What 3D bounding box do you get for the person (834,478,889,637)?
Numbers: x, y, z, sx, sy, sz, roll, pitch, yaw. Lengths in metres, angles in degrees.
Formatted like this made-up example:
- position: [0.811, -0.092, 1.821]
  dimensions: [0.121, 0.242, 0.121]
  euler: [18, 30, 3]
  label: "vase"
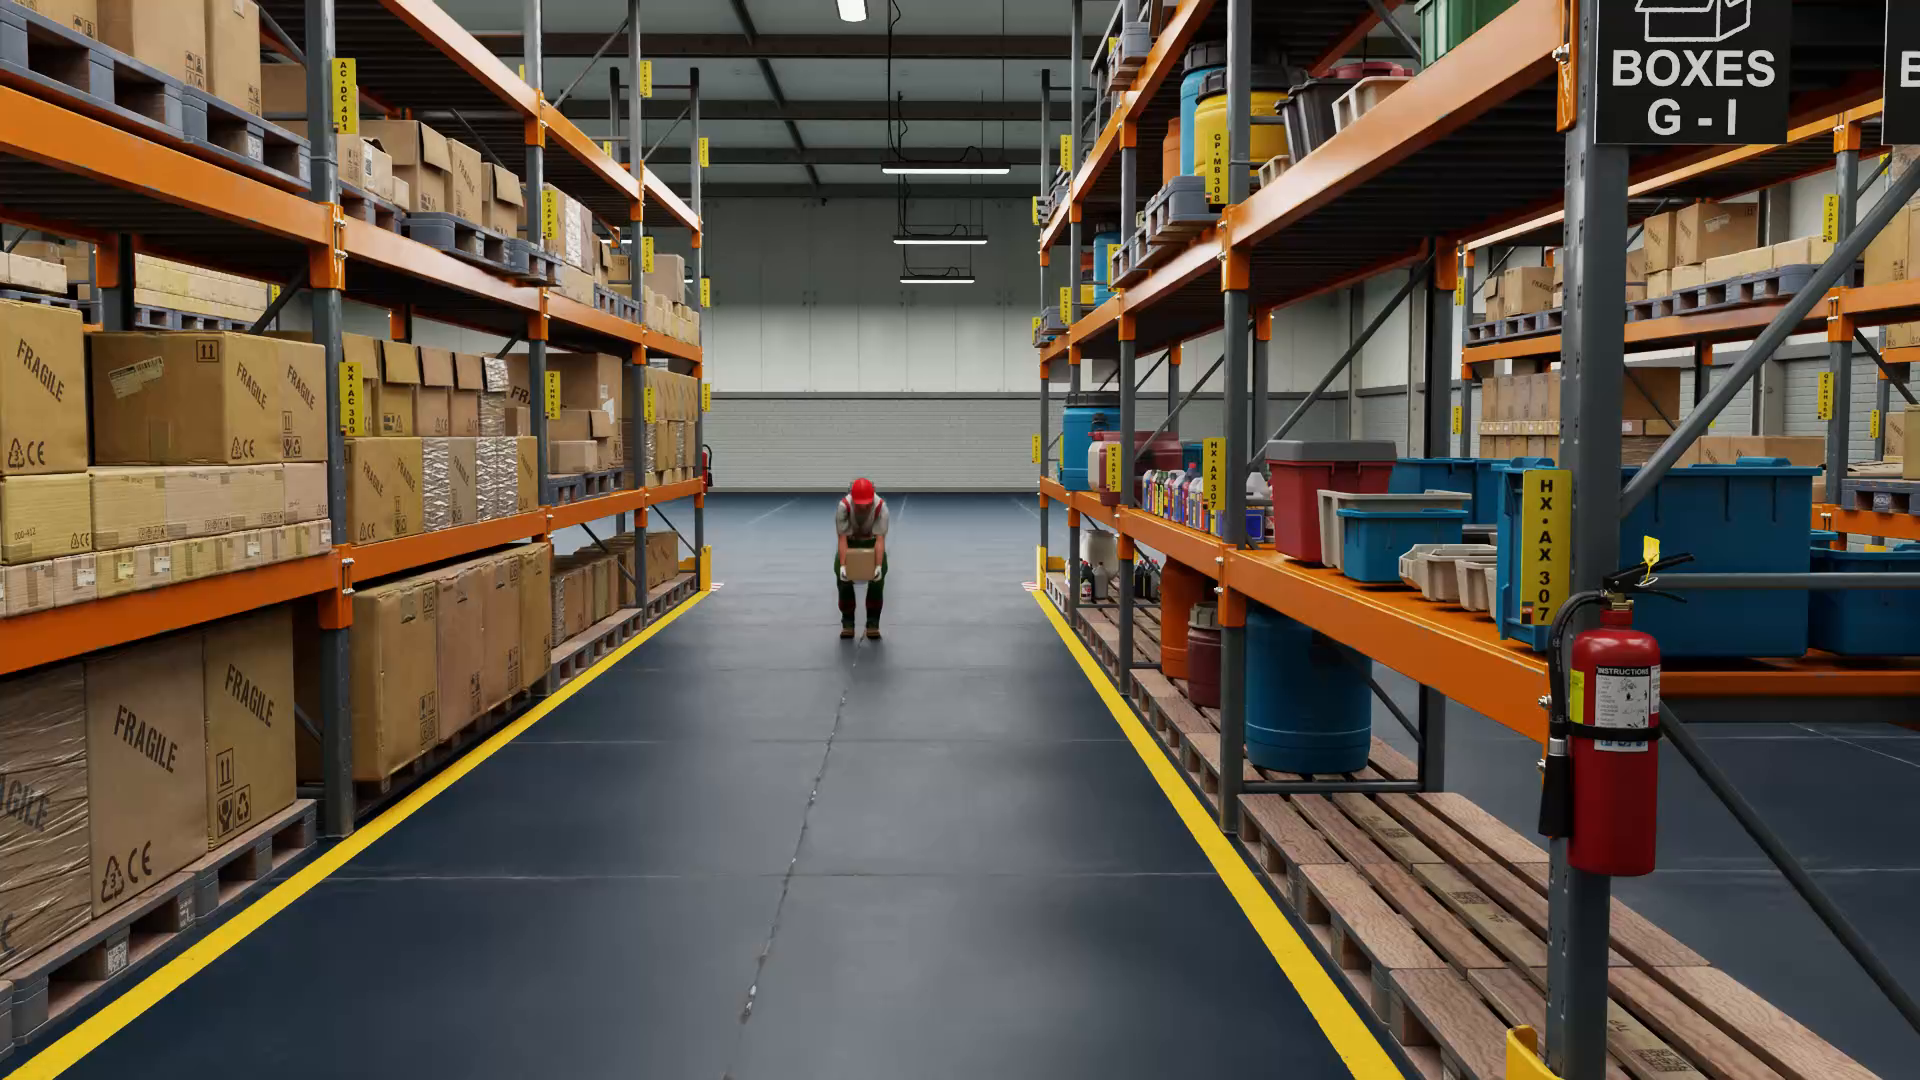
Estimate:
- position: [-0.873, 0.160, 14.734]
  dimensions: [0.493, 1.434, 0.872]
  euler: [0, 4, -3]
  label: "person"
